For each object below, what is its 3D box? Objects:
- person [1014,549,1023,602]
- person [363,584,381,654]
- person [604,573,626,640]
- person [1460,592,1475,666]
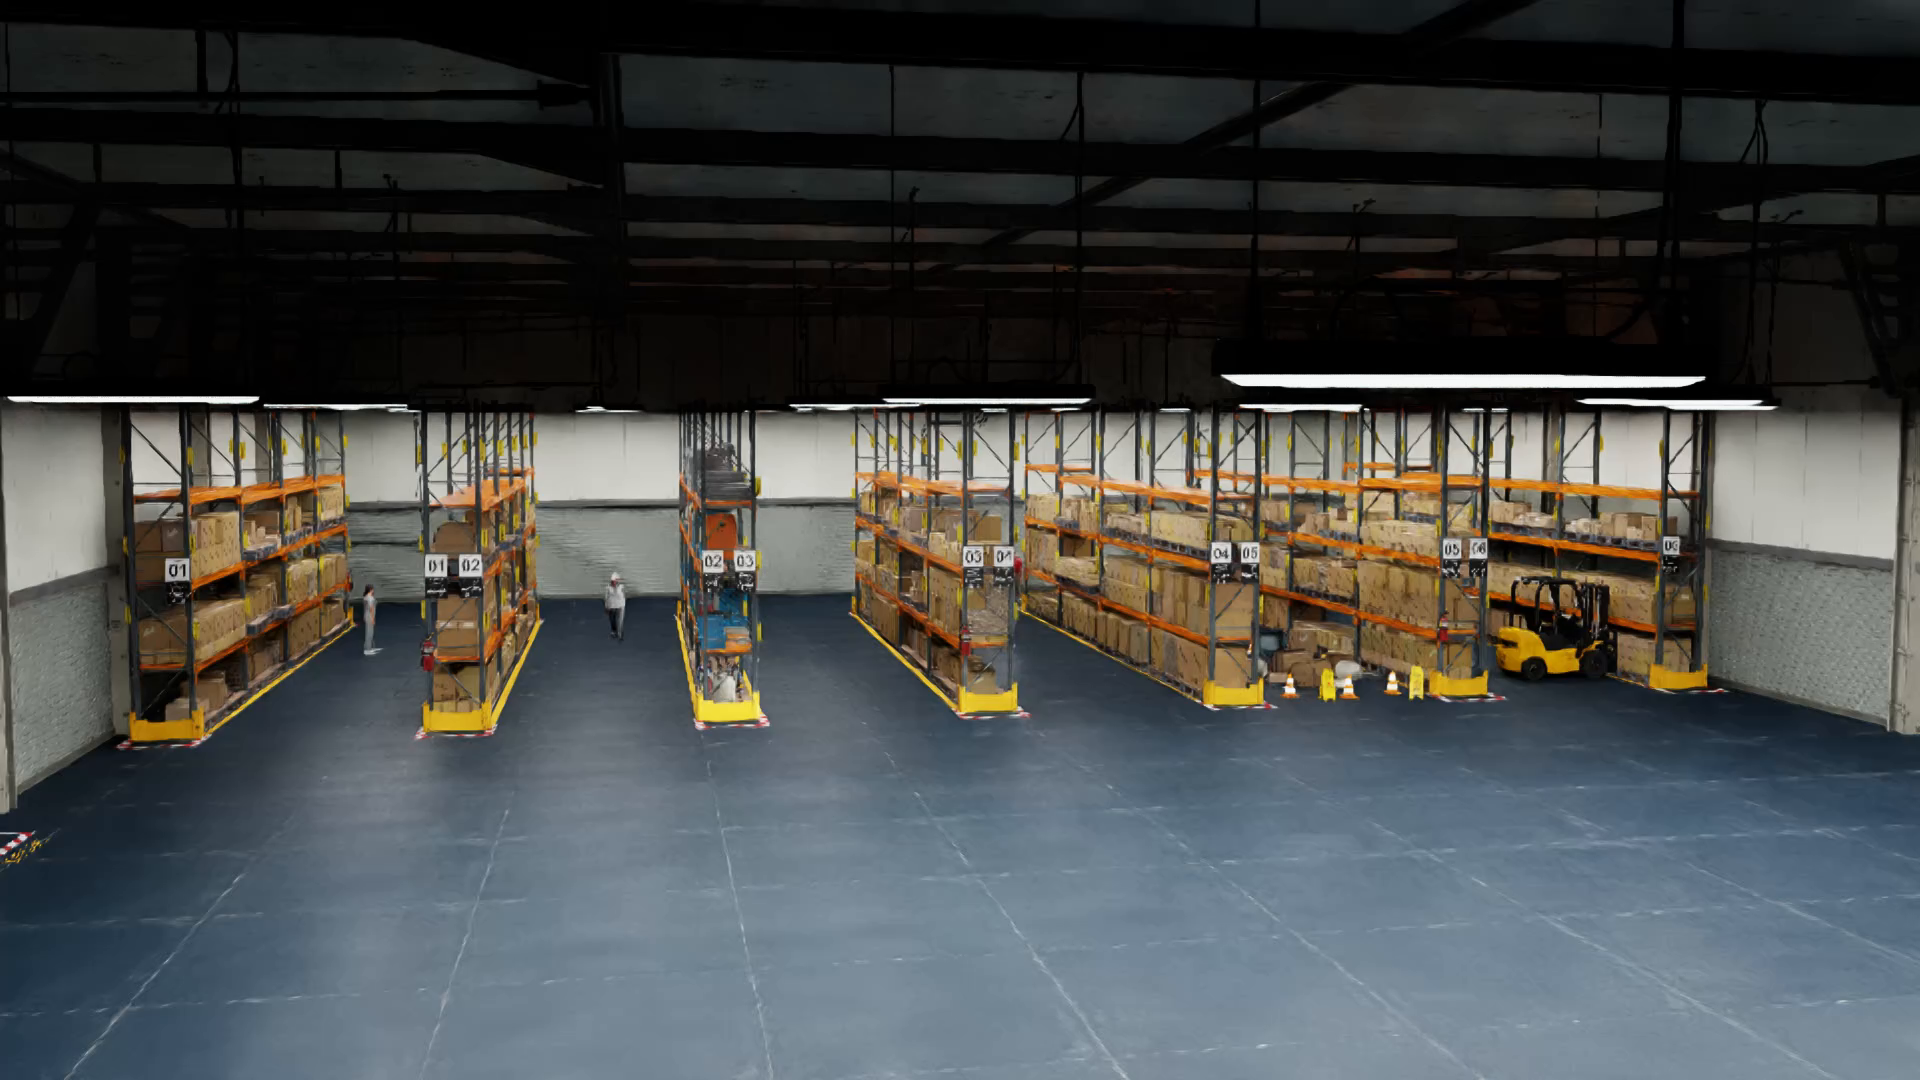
[{"bbox_3d":[1.603,1.094,50.248,0.586,1.677,0.968,1,4,13],"label":"person"},{"bbox_3d":[-14.047,1.872,39.716,0.457,1.675,0.531,-3,5,-33],"label":"person"},{"bbox_3d":[-8.783,1.670,42.339,0.542,1.700,1.115,-1,4,-9],"label":"person"},{"bbox_3d":[11.464,2.018,37.882,0.532,1.667,0.572,2,5,20],"label":"person"}]
